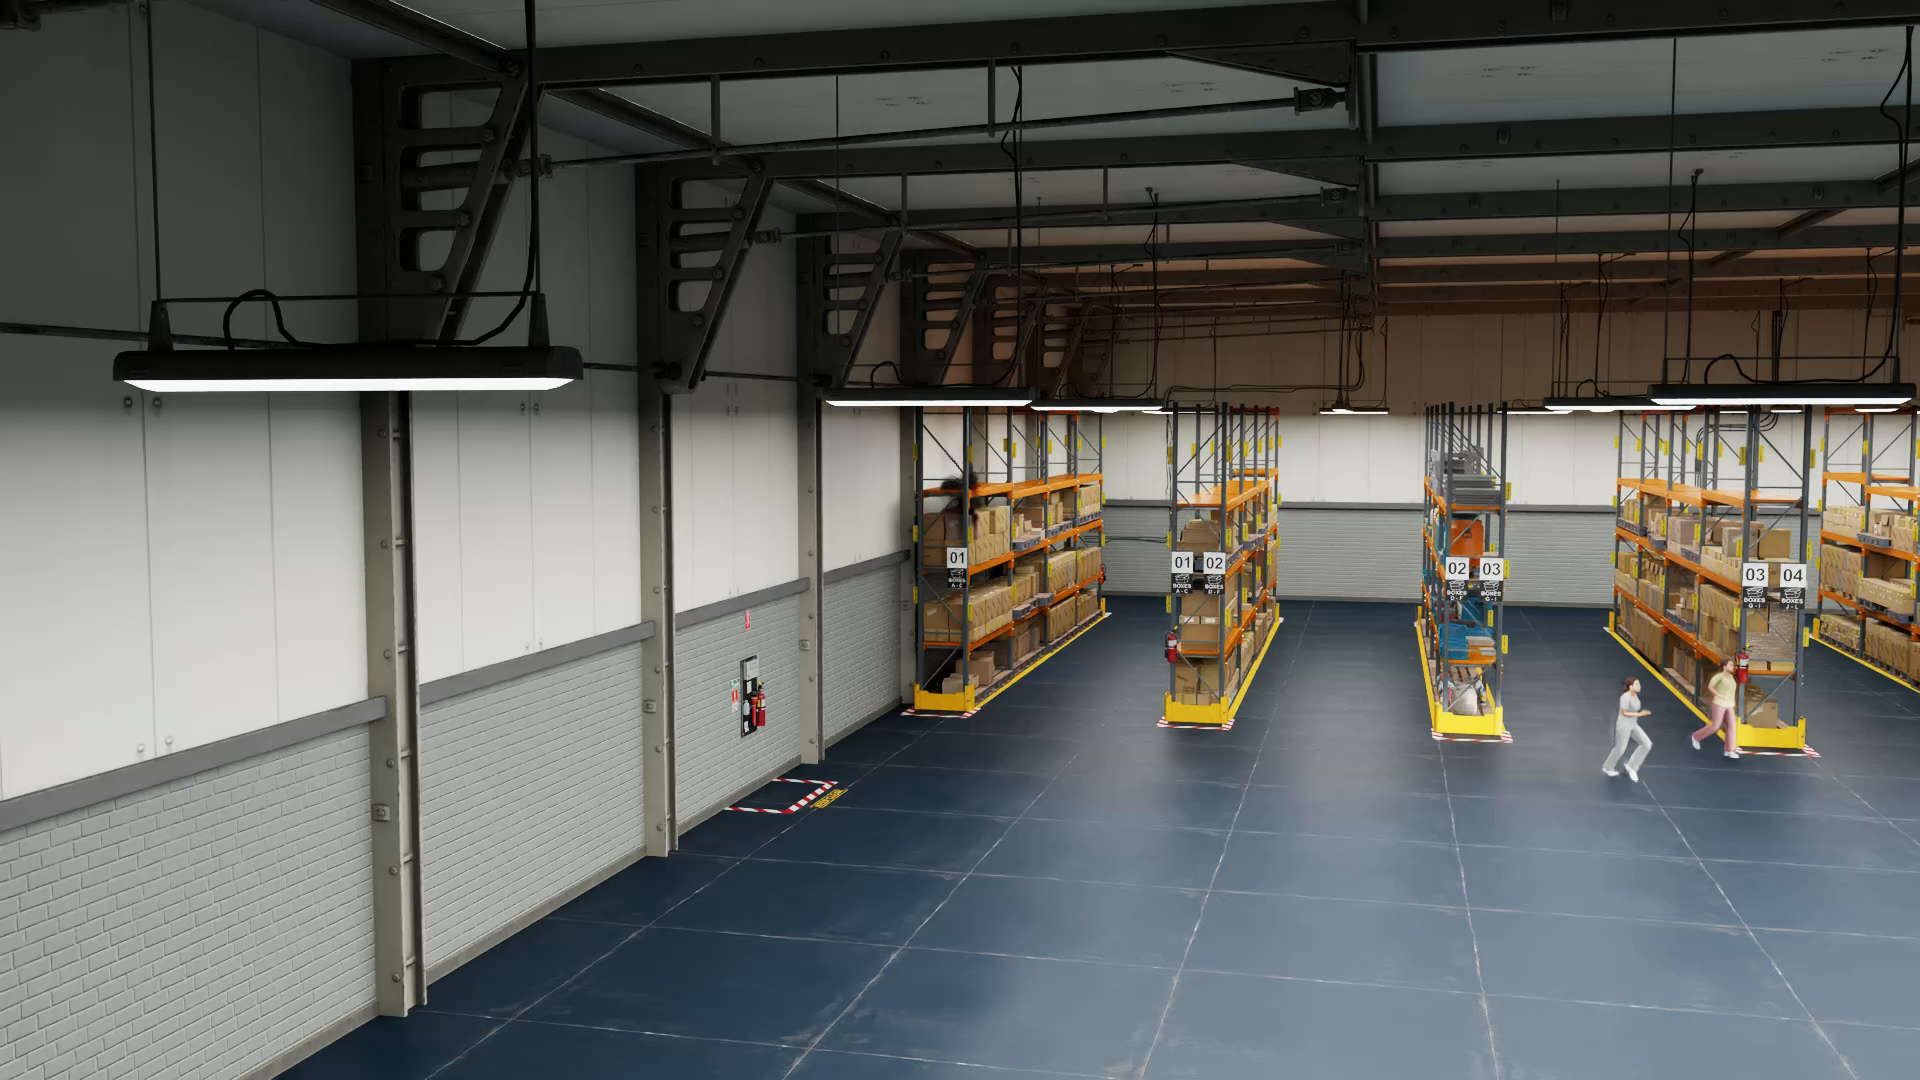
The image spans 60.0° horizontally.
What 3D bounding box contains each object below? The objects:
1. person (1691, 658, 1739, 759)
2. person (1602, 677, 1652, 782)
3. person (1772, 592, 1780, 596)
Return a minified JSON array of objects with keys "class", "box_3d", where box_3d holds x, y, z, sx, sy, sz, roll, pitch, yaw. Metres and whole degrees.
[{"class":"person","box_3d":[12.946,2.819,28.154,0.636,1.617,0.931,-2,5,-25]},{"class":"person","box_3d":[10.488,2.956,26.145,0.590,1.655,0.797,-4,6,-41]},{"class":"person","box_3d":[21.800,1.608,43.938,0.922,1.778,0.720,-3,5,-38]}]
